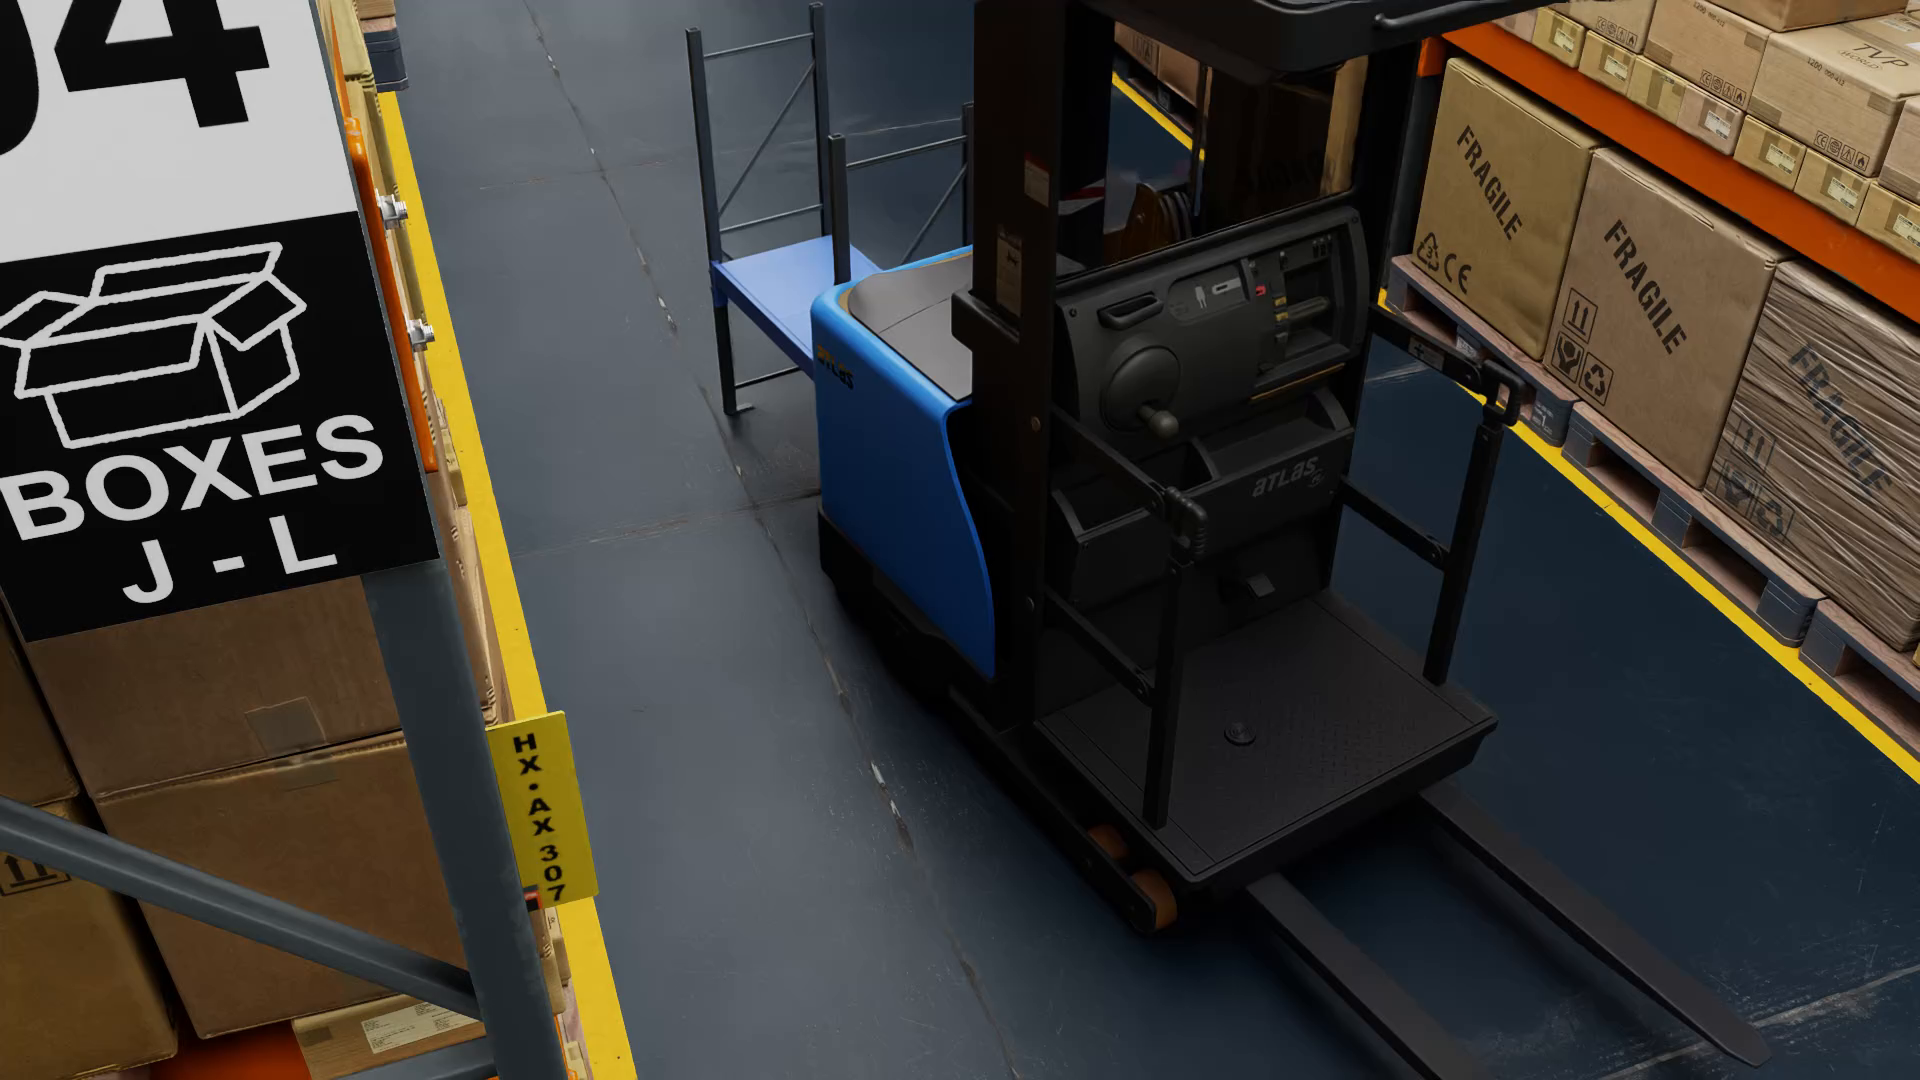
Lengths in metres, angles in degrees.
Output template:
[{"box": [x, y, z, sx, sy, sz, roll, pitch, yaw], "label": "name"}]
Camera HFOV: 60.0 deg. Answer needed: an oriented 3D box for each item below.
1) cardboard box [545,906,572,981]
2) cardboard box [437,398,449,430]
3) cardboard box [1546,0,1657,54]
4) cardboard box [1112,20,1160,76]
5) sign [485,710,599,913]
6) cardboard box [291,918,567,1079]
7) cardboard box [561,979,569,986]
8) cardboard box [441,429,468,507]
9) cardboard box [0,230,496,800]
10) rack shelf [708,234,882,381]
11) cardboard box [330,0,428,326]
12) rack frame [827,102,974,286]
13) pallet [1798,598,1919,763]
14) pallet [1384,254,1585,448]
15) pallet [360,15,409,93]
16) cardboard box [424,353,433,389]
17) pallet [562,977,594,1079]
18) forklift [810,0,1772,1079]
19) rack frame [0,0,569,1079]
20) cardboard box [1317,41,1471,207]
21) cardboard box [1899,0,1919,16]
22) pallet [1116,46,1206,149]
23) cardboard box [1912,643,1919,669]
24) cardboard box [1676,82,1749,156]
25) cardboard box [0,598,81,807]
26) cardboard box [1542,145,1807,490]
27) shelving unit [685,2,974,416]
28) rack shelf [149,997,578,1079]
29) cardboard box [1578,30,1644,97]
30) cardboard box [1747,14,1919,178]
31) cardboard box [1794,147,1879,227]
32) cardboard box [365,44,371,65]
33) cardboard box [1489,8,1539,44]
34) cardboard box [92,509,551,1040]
[{"box": [-1.067, 0.871, 3.627, 0.380, 0.149, 0.250, -13, 39, -16], "label": "cardboard box"}, {"box": [-1.953, -0.334, 5.721, 0.380, 0.149, 0.250, -12, 39, -15], "label": "cardboard box"}, {"box": [2.366, -1.883, 5.634, 0.500, 0.250, 0.500, -13, 39, -16], "label": "cardboard box"}, {"box": [1.425, -3.105, 8.796, 1.225, 0.875, 0.875, -12, 39, -16], "label": "cardboard box"}, {"box": [-0.522, 0.345, 2.079, 0.100, 0.325, 0.005, -12, 39, -16], "label": "sign"}, {"box": [-0.835, 0.653, 2.599, 0.380, 0.149, 0.250, -13, 39, -16], "label": "cardboard box"}, {"box": [-1.155, 0.975, 3.982, 0.380, 0.149, 0.250, -12, 39, -15], "label": "cardboard box"}, {"box": [-1.787, -0.194, 5.287, 0.380, 0.149, 0.250, -14, 39, -18], "label": "cardboard box"}, {"box": [-0.937, -0.063, 2.179, 0.500, 0.500, 0.500, -13, 39, -16], "label": "cardboard box"}, {"box": [-0.425, -0.756, 5.806, 0.538, 0.185, 1.000, -20, 41, -24], "label": "rack shelf"}, {"box": [-1.274, -0.645, 2.952, 0.500, 0.500, 0.500, -13, 39, -17], "label": "cardboard box"}, {"box": [-0.163, -0.638, 5.350, 0.500, 1.500, 0.032, -20, 41, -24], "label": "rack frame"}, {"box": [3.312, 0.512, 4.895, 1.003, 0.211, 1.213, -12, 39, -16], "label": "pallet"}, {"box": [2.472, -0.866, 6.725, 1.003, 0.211, 1.213, -12, 39, -16], "label": "pallet"}, {"box": [-2.534, -1.841, 5.861, 1.003, 0.211, 1.213, -12, 39, -16], "label": "pallet"}, {"box": [-2.001, -0.492, 5.683, 0.380, 0.149, 0.250, -12, 39, -15], "label": "cardboard box"}, {"box": [-1.304, 1.408, 3.705, 1.003, 0.211, 1.213, -12, 39, -16], "label": "pallet"}, {"box": [0.760, -0.465, 3.932, 1.130, 2.935, 3.031, -21, 42, -26], "label": "forklift"}, {"box": [-1.028, 0.803, 2.191, 0.949, 2.616, 0.053, -12, 39, -16], "label": "rack frame"}, {"box": [2.045, -2.102, 7.465, 1.225, 0.875, 0.875, -12, 39, -16], "label": "cardboard box"}, {"box": [3.039, -1.710, 5.404, 0.500, 0.250, 0.500, -12, 39, -15], "label": "cardboard box"}, {"box": [1.524, -2.423, 8.791, 1.003, 0.211, 1.213, -12, 39, -16], "label": "pallet"}, {"box": [3.365, 0.170, 4.448, 0.875, 0.875, 0.875, -12, 39, -16], "label": "cardboard box"}, {"box": [2.520, -1.357, 5.268, 0.380, 0.149, 0.250, -12, 39, -15], "label": "cardboard box"}, {"box": [-1.422, 0.039, 2.044, 0.500, 0.500, 0.500, -13, 39, -17], "label": "cardboard box"}, {"box": [2.746, -0.847, 5.798, 0.875, 0.875, 0.875, -12, 39, -16], "label": "cardboard box"}, {"box": [-0.425, -0.900, 5.698, 0.538, 1.500, 1.048, -20, 41, -24], "label": "shelving unit"}, {"box": [-1.720, -0.039, 3.906, 1.077, 0.370, 4.000, -12, 39, -16], "label": "rack shelf"}, {"box": [2.347, -1.644, 5.649, 0.380, 0.149, 0.250, -13, 39, -17], "label": "cardboard box"}, {"box": [2.712, -1.311, 4.875, 0.500, 0.250, 0.500, -12, 39, -16], "label": "cardboard box"}, {"box": [2.703, -1.062, 4.876, 0.380, 0.149, 0.250, -12, 39, -15], "label": "cardboard box"}, {"box": [-1.798, -1.106, 4.395, 0.500, 0.500, 0.500, -13, 39, -17], "label": "cardboard box"}, {"box": [2.164, -1.941, 6.043, 0.380, 0.149, 0.250, -14, 39, -17], "label": "cardboard box"}, {"box": [-0.926, 0.334, 2.483, 0.500, 0.500, 0.500, -11, 38, -14], "label": "cardboard box"}]
